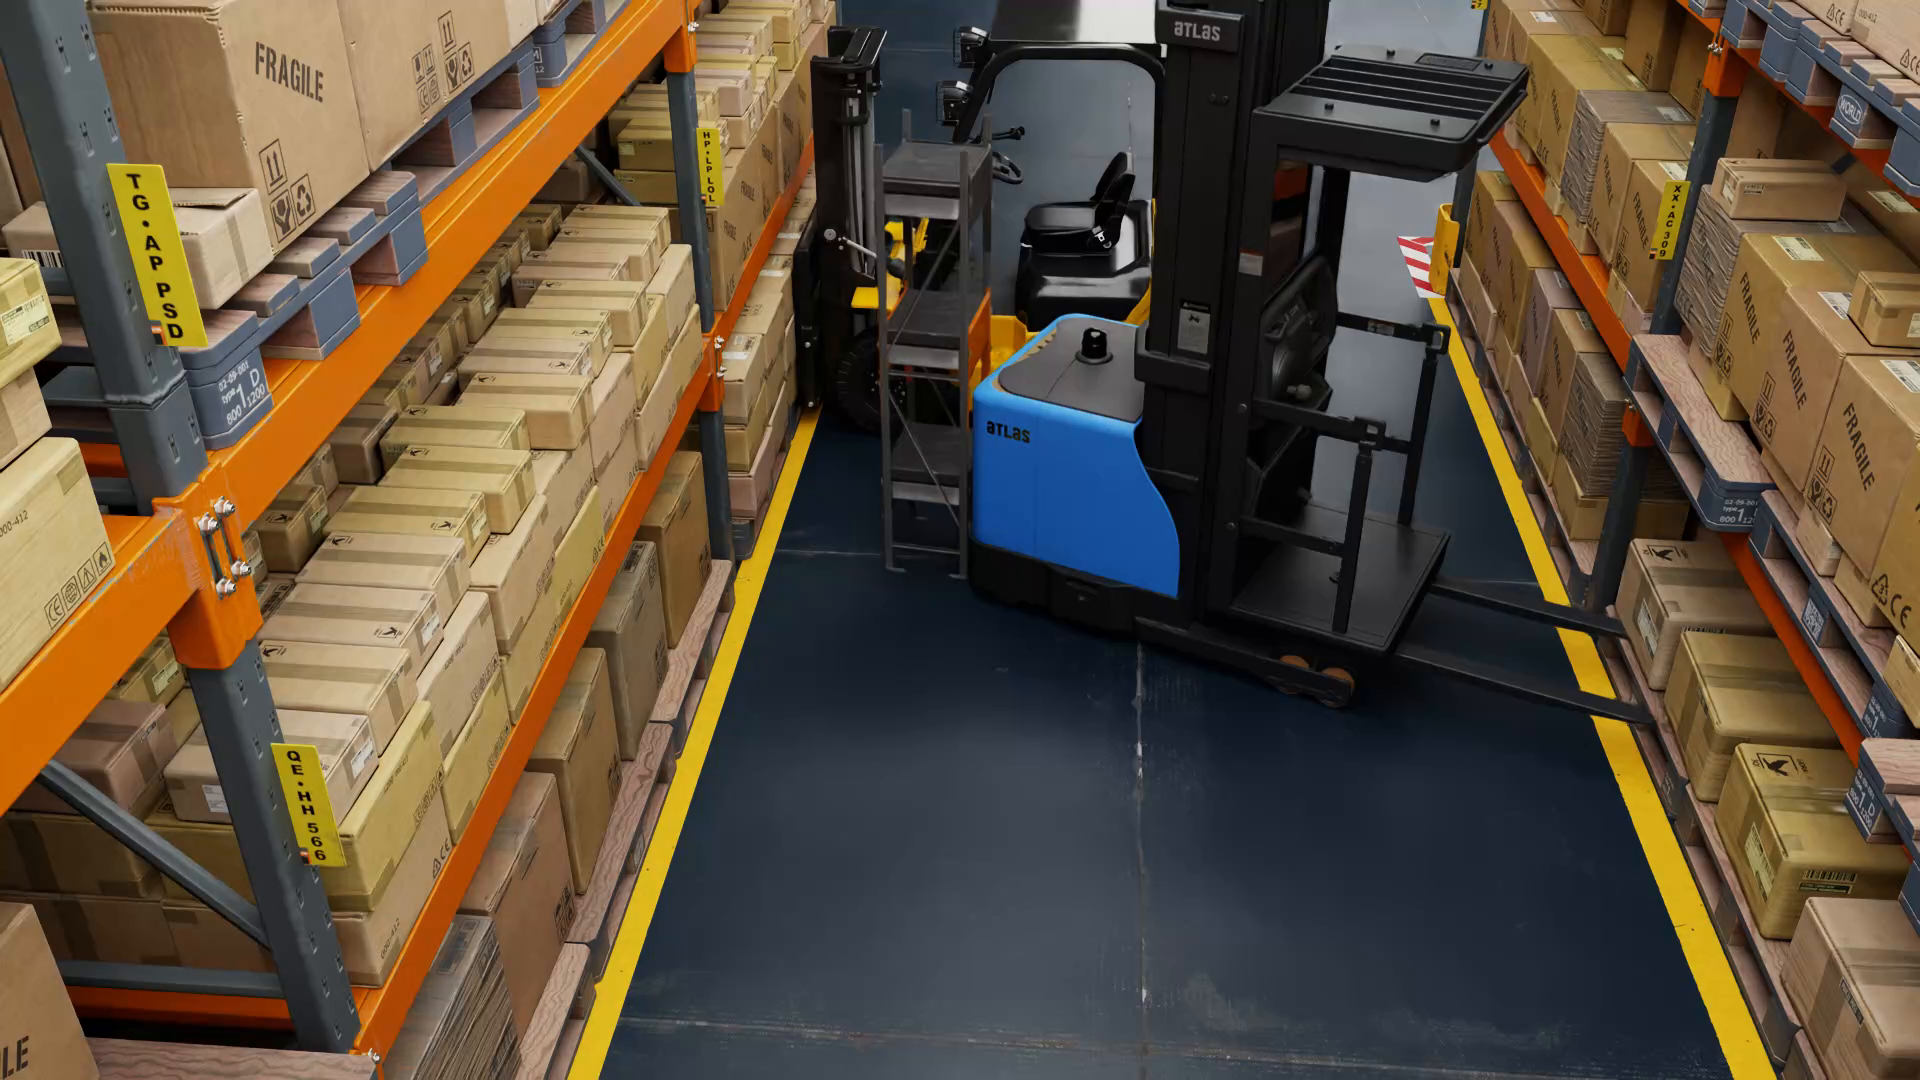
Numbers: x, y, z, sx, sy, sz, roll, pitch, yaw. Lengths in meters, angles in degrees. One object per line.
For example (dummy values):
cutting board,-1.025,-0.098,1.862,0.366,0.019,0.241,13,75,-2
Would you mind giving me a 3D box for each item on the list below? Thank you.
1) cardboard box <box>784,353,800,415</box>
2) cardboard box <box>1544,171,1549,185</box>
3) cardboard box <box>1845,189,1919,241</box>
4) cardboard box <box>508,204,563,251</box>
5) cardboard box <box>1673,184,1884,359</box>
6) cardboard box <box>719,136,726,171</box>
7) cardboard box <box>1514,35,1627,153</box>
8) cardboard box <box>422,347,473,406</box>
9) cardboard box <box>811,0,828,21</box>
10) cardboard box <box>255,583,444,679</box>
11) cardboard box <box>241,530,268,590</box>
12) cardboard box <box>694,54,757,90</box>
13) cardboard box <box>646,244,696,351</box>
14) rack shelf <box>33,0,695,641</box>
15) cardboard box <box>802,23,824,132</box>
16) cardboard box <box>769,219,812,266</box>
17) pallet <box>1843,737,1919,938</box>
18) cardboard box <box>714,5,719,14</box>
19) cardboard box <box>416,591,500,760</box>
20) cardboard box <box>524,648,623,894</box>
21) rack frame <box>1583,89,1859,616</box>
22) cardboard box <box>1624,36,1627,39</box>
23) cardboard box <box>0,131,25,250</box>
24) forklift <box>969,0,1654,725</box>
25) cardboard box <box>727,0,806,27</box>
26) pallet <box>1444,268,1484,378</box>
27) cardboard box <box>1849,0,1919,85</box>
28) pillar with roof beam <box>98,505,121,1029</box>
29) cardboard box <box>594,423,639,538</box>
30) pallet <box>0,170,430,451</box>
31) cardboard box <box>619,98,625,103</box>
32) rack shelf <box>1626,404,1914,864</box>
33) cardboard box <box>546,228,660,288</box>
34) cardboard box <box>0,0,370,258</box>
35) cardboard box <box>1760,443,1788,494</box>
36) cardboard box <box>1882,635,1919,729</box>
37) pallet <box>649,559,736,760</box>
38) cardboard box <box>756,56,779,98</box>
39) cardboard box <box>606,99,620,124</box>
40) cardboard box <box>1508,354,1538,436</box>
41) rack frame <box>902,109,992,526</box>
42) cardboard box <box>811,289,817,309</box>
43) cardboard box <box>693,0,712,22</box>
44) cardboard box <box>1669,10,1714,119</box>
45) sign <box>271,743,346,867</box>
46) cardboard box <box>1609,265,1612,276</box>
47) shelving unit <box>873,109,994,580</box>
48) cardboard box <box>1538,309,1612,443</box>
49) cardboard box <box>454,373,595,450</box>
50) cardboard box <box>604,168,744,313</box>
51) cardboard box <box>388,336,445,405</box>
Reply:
cardboard box,-1.152,-0.878,9.037,0.500,0.250,0.500,3,32,5
cardboard box,3.290,-1.889,8.696,0.380,0.149,0.250,2,32,3
cardboard box,3.565,-0.982,6.206,0.500,0.500,0.500,2,32,3
cardboard box,-1.816,-1.240,6.690,0.380,0.149,0.250,2,32,3
cardboard box,3.050,-1.001,6.236,0.500,0.500,0.500,3,32,5
cardboard box,-1.266,-1.706,7.445,0.380,0.149,0.250,3,32,5
cardboard box,3.305,-2.373,8.863,0.500,0.500,0.500,2,32,3
cardboard box,-1.975,-0.460,5.804,0.500,0.250,0.500,2,32,3
cardboard box,-0.988,-3.178,9.834,0.380,0.149,0.250,3,32,5
cardboard box,-1.564,0.248,4.275,0.380,0.149,0.250,3,32,5
cardboard box,-2.132,0.092,4.527,0.380,0.149,0.250,2,32,3
cardboard box,-1.192,-2.237,8.023,0.380,0.149,0.250,2,32,3
cardboard box,-1.359,-0.977,6.643,0.500,0.250,0.500,2,32,3
rack shelf,-1.737,-1.021,4.874,1.077,0.370,4.000,2,32,4
cardboard box,-1.078,-2.691,9.662,0.500,0.500,0.500,3,32,6
cardboard box,-1.090,-1.571,9.208,0.500,0.250,0.500,2,32,3
pallet,3.000,0.910,4.097,1.213,0.211,1.003,2,32,4
cardboard box,-1.518,-3.076,9.668,0.380,0.149,0.250,2,32,3
cardboard box,-1.578,0.363,4.468,0.500,0.250,0.500,3,32,6
cardboard box,-1.735,0.808,5.943,0.875,0.625,0.625,1,32,2
rack frame,3.374,-0.886,6.828,1.000,3.000,0.127,2,32,4
cardboard box,3.884,-2.589,9.214,0.500,0.500,0.500,3,32,4
cardboard box,-2.096,-0.829,3.524,0.500,0.250,0.500,2,32,4
forklift,1.585,-0.855,6.843,3.031,2.935,1.130,16,35,24
cardboard box,-1.056,-2.900,9.100,0.380,0.149,0.250,3,32,5
pallet,3.592,-1.327,10.203,1.003,0.211,1.213,2,32,4
cardboard box,2.867,-1.460,4.643,0.500,0.250,0.500,2,32,3
pillar with roof beam,1.599,-2.095,3.072,9.100,9.000,0.400,2,32,4
cardboard box,-1.460,-0.236,5.917,0.500,0.250,0.500,3,32,4
pallet,-1.933,-0.560,3.620,1.213,0.211,1.003,4,32,6
cardboard box,-1.805,-2.001,7.925,0.380,0.149,0.250,3,32,4
rack shelf,3.211,0.466,5.320,1.077,0.370,4.000,2,32,4
cardboard box,-1.383,-1.091,6.447,0.380,0.149,0.250,2,32,3
cardboard box,-1.598,-0.914,3.423,0.500,0.500,0.500,3,32,4
cardboard box,2.975,-0.268,5.665,0.380,0.149,0.250,3,32,5
cardboard box,2.803,0.400,4.582,0.380,0.149,0.250,3,32,5
pallet,-1.595,0.478,7.273,1.003,0.211,1.213,2,32,4
cardboard box,-1.140,-2.378,8.536,0.380,0.149,0.250,2,32,3
cardboard box,-1.779,-1.990,7.622,0.380,0.149,0.250,2,32,4
cardboard box,3.233,-0.759,8.844,0.500,0.250,0.500,3,32,5
rack frame,-0.057,-0.981,7.840,0.400,2.100,0.015,7,32,10
cardboard box,-1.093,-1.347,9.320,0.500,0.250,0.500,2,32,4
cardboard box,-1.582,-2.925,9.140,0.380,0.149,0.250,3,32,6
cardboard box,3.757,-2.229,7.676,0.700,0.500,0.500,2,32,3
sign,-1.358,0.555,3.463,0.100,0.325,0.005,2,32,4
cardboard box,3.209,-1.224,7.616,0.380,0.149,0.250,3,32,4
shelving unit,-0.109,-0.856,7.637,0.431,2.100,0.503,7,32,10
cardboard box,3.194,-0.800,8.195,0.500,0.500,0.500,3,32,5
cardboard box,-1.399,-0.415,5.351,0.380,0.149,0.250,2,32,3
cardboard box,-1.277,-1.359,7.501,0.500,0.500,0.500,2,32,3
cardboard box,-1.973,-0.576,5.611,0.380,0.149,0.250,2,32,4
